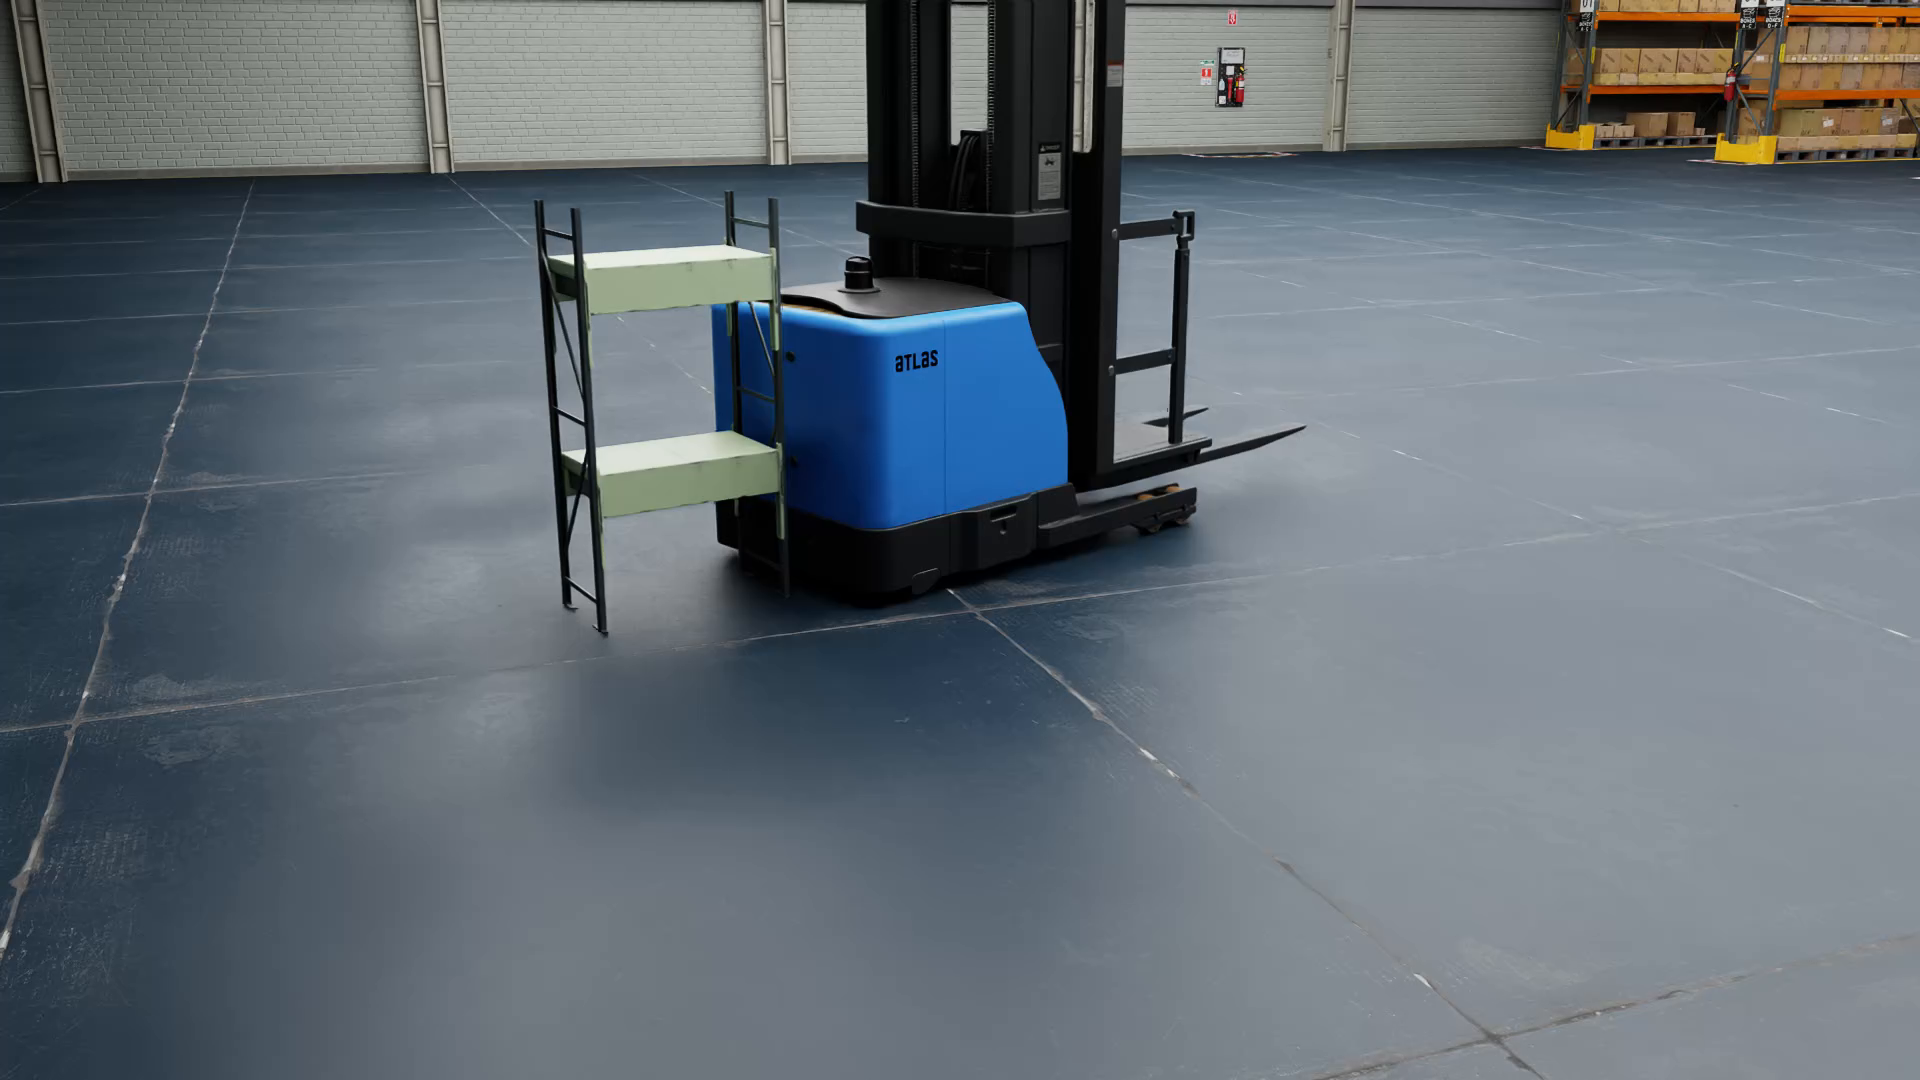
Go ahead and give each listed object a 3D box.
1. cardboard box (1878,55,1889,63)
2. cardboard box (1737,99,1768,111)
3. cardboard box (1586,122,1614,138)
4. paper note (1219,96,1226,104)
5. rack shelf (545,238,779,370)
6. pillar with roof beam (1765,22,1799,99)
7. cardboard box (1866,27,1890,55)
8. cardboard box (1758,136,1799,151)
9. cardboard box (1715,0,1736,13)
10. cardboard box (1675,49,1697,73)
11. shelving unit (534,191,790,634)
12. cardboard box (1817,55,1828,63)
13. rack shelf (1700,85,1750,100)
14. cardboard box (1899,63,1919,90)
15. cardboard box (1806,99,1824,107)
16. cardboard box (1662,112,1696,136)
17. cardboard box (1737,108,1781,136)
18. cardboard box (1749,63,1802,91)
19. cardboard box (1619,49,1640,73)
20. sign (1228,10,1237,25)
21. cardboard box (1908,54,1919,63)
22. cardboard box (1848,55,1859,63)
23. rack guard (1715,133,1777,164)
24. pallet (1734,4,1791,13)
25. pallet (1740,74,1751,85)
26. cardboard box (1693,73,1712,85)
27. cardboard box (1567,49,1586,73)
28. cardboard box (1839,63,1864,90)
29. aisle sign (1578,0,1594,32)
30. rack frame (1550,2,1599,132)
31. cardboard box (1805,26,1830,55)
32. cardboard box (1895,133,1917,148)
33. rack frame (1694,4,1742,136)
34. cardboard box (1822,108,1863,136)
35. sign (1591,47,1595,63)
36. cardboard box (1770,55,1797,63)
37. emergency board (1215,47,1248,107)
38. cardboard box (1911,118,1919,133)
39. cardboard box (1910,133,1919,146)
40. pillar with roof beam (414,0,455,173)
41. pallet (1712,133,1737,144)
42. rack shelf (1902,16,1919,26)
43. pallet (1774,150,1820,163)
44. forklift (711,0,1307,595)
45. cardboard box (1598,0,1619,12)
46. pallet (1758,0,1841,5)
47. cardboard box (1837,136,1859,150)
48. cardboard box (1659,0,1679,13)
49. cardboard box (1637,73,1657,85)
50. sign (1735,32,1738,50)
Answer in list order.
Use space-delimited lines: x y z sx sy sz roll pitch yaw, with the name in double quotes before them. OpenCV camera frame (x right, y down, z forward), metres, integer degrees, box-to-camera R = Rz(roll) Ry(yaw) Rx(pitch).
"cardboard box" 17.494 -9.196 31.762 0.250 0.149 0.380 -6 17 -20
"cardboard box" 17.937 -9.821 37.544 0.500 0.250 0.500 -7 18 -21
"cardboard box" 13.789 -8.890 36.038 0.500 0.311 0.500 -8 18 -26
"paper note" 5.341 -8.954 33.831 0.142 0.148 0.016 -6 17 -20
"rack shelf" -1.073 -0.862 5.986 0.720 0.370 0.431 -10 19 -31
"pillar with roof beam" 20.598 -12.571 33.937 0.400 9.000 9.100 -6 17 -20
"cardboard box" 17.270 -9.545 31.800 0.500 0.500 0.700 -6 17 -20
"cardboard box" 15.467 -7.497 31.440 0.500 0.250 0.500 -6 17 -20
"cardboard box" 16.460 -11.706 36.102 0.500 0.500 0.500 -6 17 -19
"cardboard box" 15.577 -10.395 36.071 0.500 0.500 0.500 -7 18 -22
"shelving unit" -1.073 -0.487 6.096 0.755 1.500 0.431 -10 19 -31
"cardboard box" 16.046 -9.039 31.226 0.250 0.149 0.380 -6 18 -21
"rack shelf" 18.713 -10.182 37.726 4.000 0.370 1.077 -6 17 -20
"cardboard box" 18.210 -9.025 32.328 0.500 0.500 0.700 -7 18 -22
"cardboard box" 19.373 -9.973 38.062 0.500 0.250 0.500 -6 17 -19
"cardboard box" 15.891 -9.222 36.836 0.500 0.500 0.500 -8 18 -24
"cardboard box" 15.281 -7.994 31.801 0.500 0.500 0.500 -6 17 -20
"cardboard box" 15.327 -8.711 31.262 0.500 0.500 0.700 -6 17 -20
"cardboard box" 14.129 -10.236 35.532 0.500 0.500 0.500 -6 17 -20
"sign" 5.488 -10.514 33.465 0.199 0.298 0.001 -6 17 -20
"cardboard box" 18.213 -9.274 32.027 0.250 0.149 0.380 -7 18 -21
"cardboard box" 16.766 -9.117 31.491 0.250 0.149 0.380 -6 17 -20
"rack guard" 14.864 -7.418 31.471 0.348 0.500 1.175 -6 17 -20
"pallet" 17.460 -11.709 36.658 1.003 0.211 1.213 -6 17 -20
"pallet" 17.611 -10.273 37.097 1.213 0.211 1.003 -6 17 -20
"cardboard box" 16.044 -10.088 36.358 0.500 0.250 0.500 -6 17 -20
"cardboard box" 13.475 -10.324 35.829 0.500 0.500 0.500 -6 18 -21
"cardboard box" 16.772 -8.868 31.796 0.500 0.500 0.700 -6 17 -18
"aisle sign" 13.151 -11.084 34.904 0.004 0.787 0.394 -6 17 -20
"rack frame" 13.111 -9.923 35.564 0.127 3.000 1.000 -6 17 -20
"cardboard box" 15.866 -9.394 31.283 0.500 0.500 0.700 -7 18 -22
"cardboard box" 18.267 -7.801 32.474 0.500 0.250 0.500 -6 17 -20
"rack frame" 16.846 -10.326 36.938 0.127 3.000 1.000 -6 17 -20
"cardboard box" 16.869 -8.008 31.847 0.500 0.500 0.500 -6 17 -20
"sign" 13.305 -10.195 34.956 0.005 0.325 0.100 -6 17 -20
"cardboard box" 15.330 -8.962 30.964 0.250 0.149 0.380 -6 18 -20
"emergency board" 5.531 -9.377 33.705 0.643 1.169 0.194 -6 17 -20
"cardboard box" 19.097 -8.150 32.669 0.500 0.311 0.500 -6 17 -20
"cardboard box" 19.087 -7.881 32.745 0.500 0.250 0.500 -7 18 -21
"pillar with roof beam" -7.416 -9.547 23.637 0.400 9.000 9.100 -6 17 -20
"pallet" 17.572 -9.067 37.599 1.213 0.211 1.003 -6 17 -20
"rack shelf" 20.489 -10.319 32.866 4.000 0.370 1.077 -6 17 -20
"pallet" 15.586 -7.370 31.820 1.213 0.211 1.003 -6 17 -20
"forklift" 0.407 -1.532 7.115 3.031 2.935 1.130 -15 22 -42
"cardboard box" 13.512 -11.387 35.016 0.500 0.500 0.500 -6 17 -19
"pallet" 15.556 -10.081 30.937 1.213 0.211 1.003 -6 17 -20
"cardboard box" 16.868 -7.648 31.954 0.500 0.250 0.500 -6 17 -20
"cardboard box" 15.003 -11.545 35.553 0.500 0.500 0.500 -5 17 -17
"cardboard box" 14.637 -9.932 35.826 0.500 0.250 0.500 -6 18 -21
"sign" 14.705 -9.433 31.422 0.005 0.325 0.100 -6 17 -20
